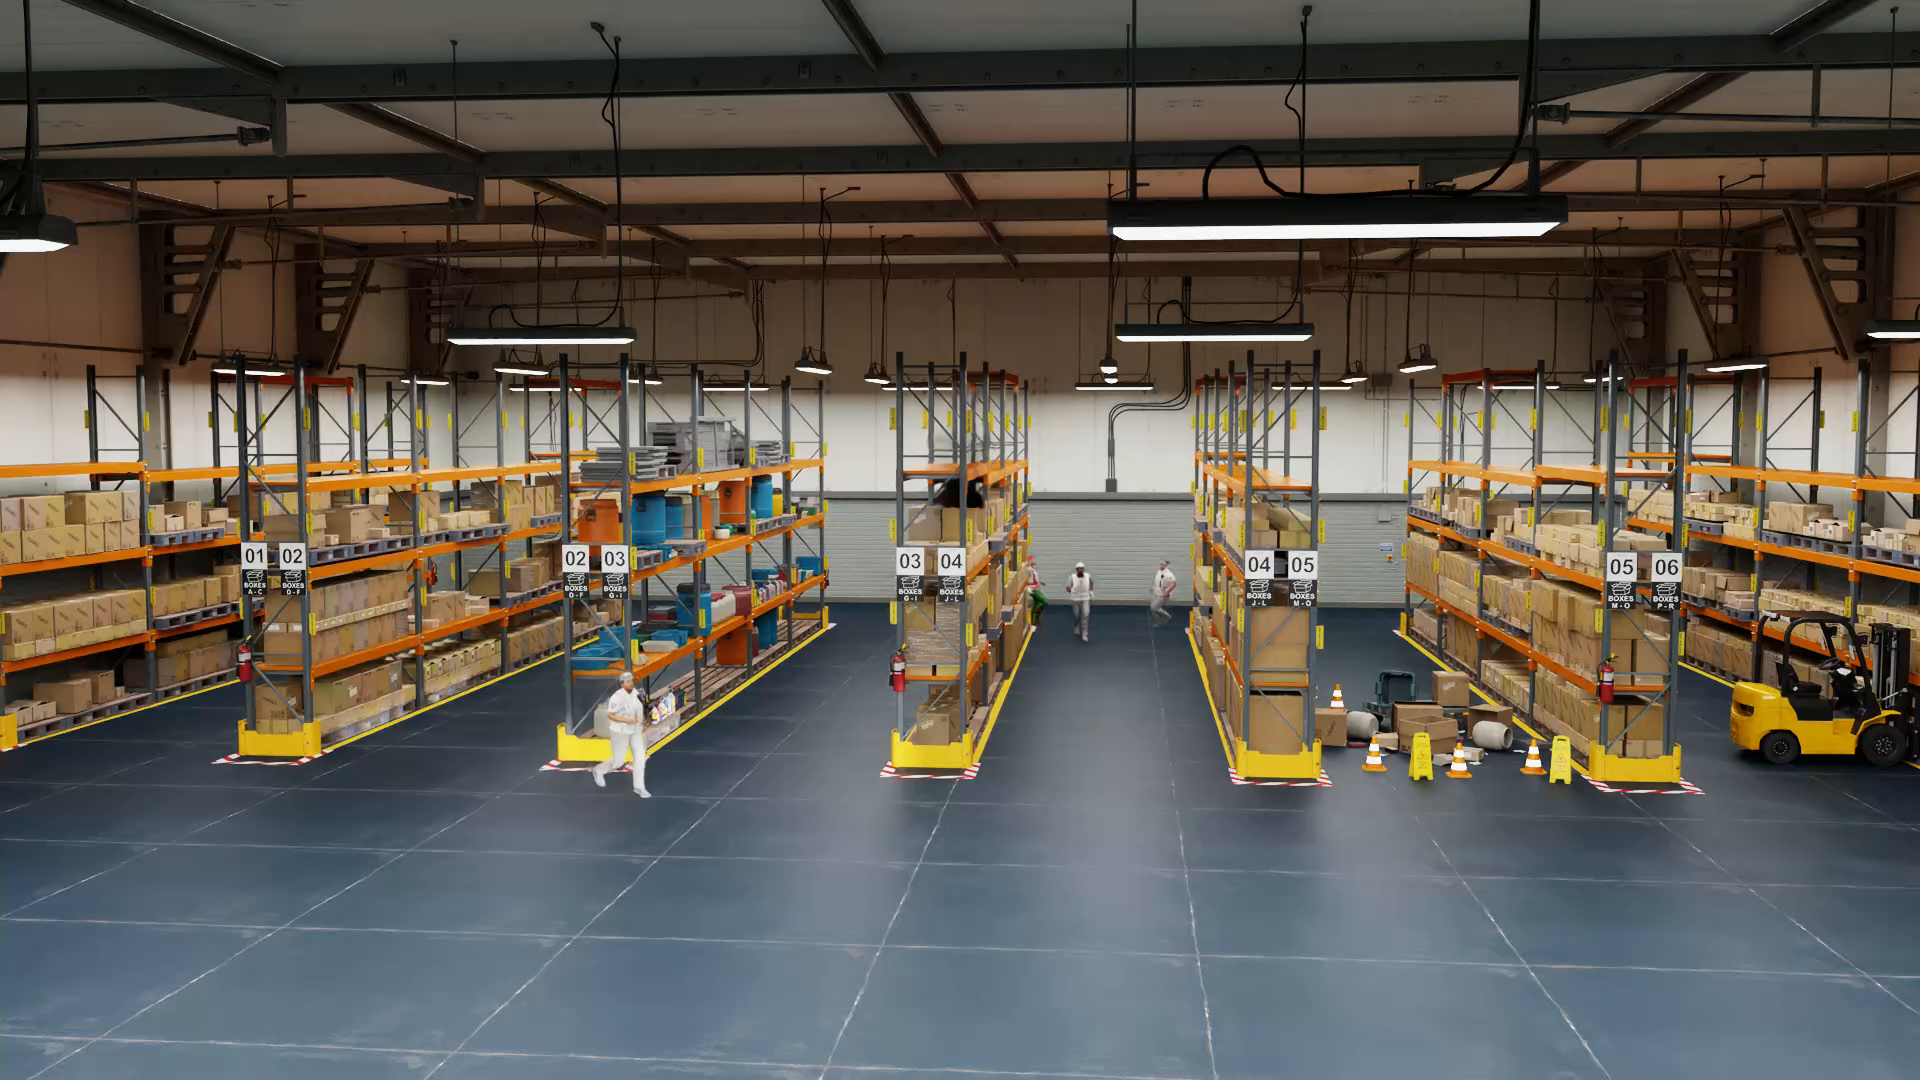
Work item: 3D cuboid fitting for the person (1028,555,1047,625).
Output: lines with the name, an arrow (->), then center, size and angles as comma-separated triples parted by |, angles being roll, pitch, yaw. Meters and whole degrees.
person -> 1.859, 1.232, 40.973 | 0.600, 1.748, 0.725 | 1, 4, 15

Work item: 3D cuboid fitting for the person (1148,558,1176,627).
person -> 4.879, 1.292, 40.264 | 0.538, 1.717, 0.715 | -2, 4, -22

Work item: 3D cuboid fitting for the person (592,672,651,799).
person -> -4.508, 2.596, 22.336 | 0.914, 1.678, 0.616 | 3, 5, 37

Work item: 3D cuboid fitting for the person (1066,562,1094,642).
person -> 2.763, 1.394, 38.306 | 0.653, 1.791, 0.967 | 0, 4, -2
